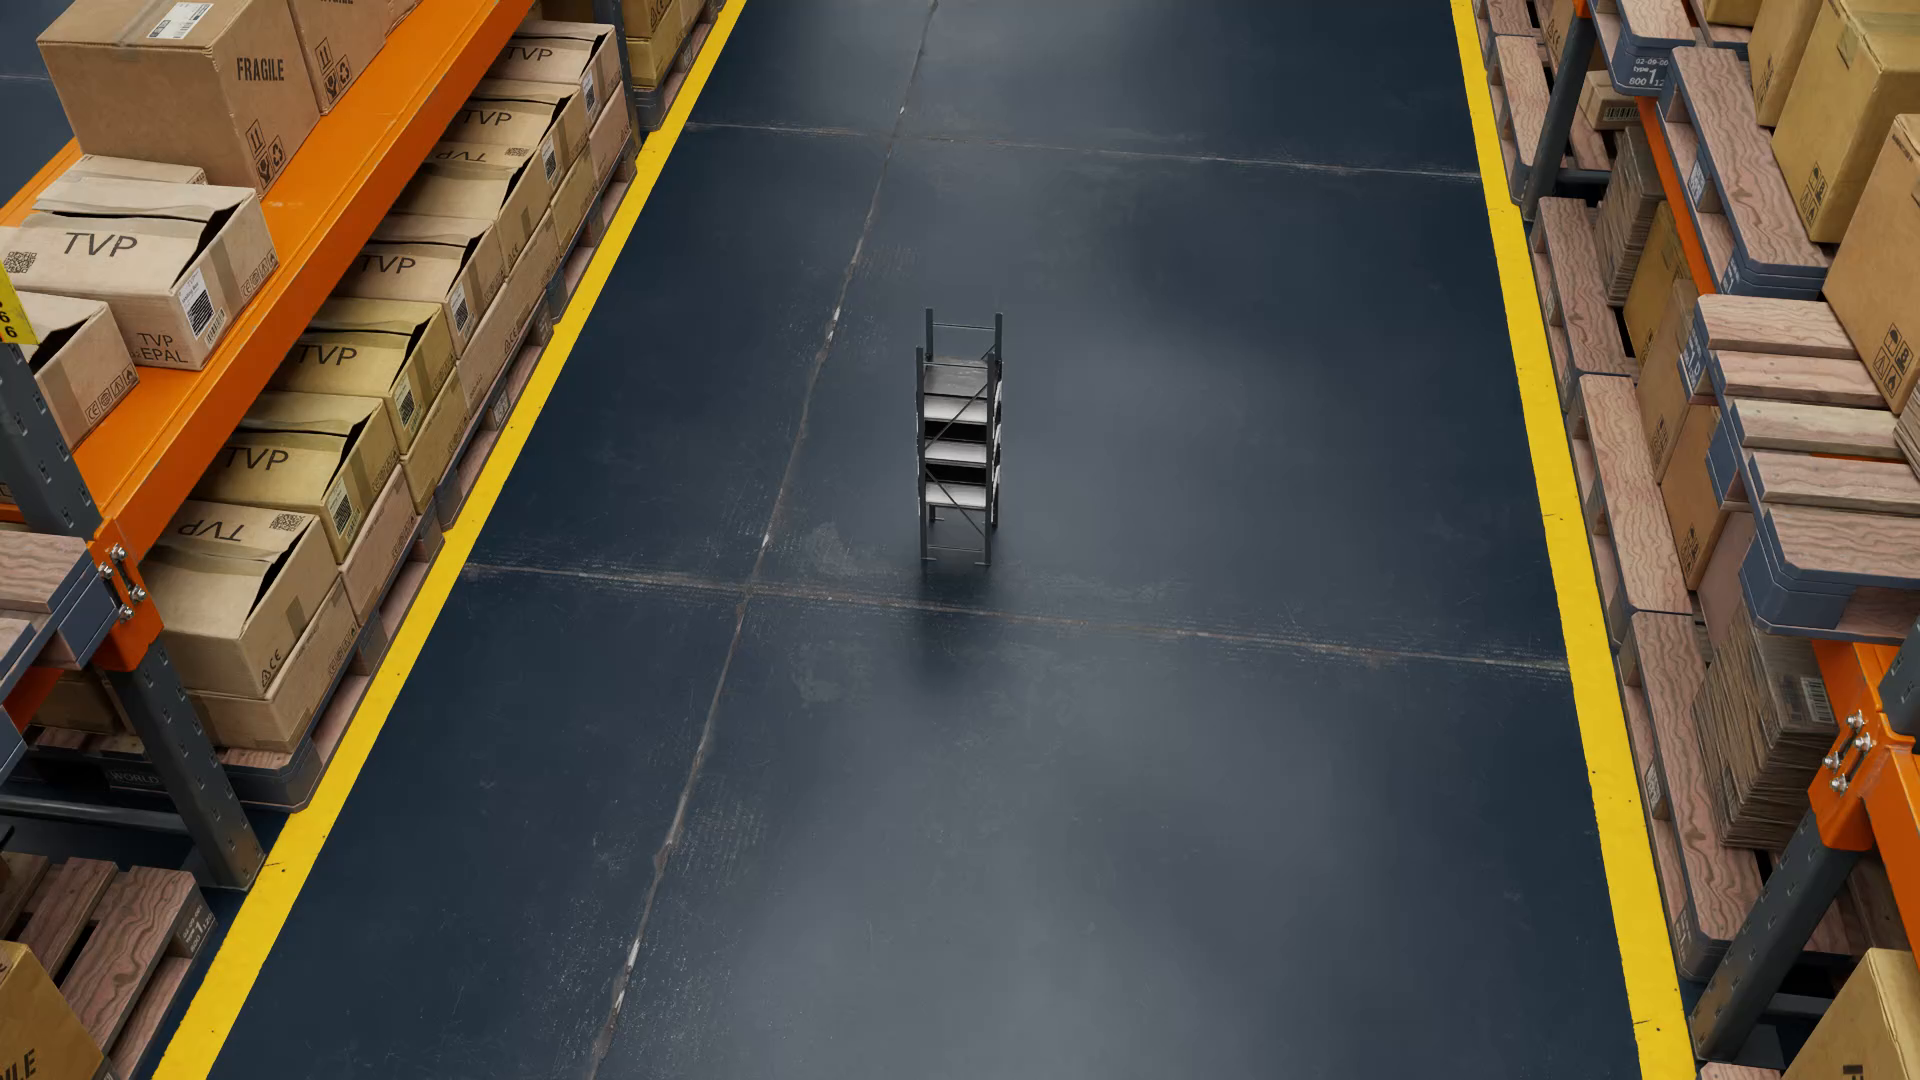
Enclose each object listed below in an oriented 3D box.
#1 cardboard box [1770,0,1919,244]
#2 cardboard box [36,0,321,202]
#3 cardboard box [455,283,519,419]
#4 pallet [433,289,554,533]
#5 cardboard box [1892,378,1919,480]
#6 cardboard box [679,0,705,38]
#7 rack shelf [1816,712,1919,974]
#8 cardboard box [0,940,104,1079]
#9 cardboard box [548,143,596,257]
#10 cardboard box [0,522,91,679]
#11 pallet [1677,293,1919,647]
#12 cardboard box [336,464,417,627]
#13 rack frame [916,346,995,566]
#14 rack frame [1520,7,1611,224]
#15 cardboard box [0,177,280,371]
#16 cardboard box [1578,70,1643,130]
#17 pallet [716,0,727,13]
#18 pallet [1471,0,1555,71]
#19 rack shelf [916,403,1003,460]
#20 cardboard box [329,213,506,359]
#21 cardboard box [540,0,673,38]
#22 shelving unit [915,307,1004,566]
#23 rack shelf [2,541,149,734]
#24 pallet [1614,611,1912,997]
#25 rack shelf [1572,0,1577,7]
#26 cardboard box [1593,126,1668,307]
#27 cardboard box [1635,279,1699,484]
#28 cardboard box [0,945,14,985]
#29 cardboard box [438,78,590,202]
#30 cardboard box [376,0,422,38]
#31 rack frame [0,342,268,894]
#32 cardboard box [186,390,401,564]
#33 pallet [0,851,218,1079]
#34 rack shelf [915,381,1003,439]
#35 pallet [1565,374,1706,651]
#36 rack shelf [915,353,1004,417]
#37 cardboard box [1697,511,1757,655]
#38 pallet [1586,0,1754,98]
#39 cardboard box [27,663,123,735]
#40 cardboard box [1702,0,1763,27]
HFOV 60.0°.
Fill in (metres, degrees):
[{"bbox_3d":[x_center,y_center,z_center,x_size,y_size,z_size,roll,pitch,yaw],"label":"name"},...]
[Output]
[{"bbox_3d":[2.609,-1.099,4.336,0.700,0.500,0.500,5,44,6],"label":"cardboard box"},{"bbox_3d":[-2.291,-1.360,4.932,0.500,0.500,0.500,3,44,3],"label":"cardboard box"},{"bbox_3d":[-1.940,-0.710,6.012,0.500,0.250,0.500,6,44,6],"label":"cardboard box"},{"bbox_3d":[-2.185,-0.553,6.180,1.003,0.211,1.213,5,44,6],"label":"pallet"},{"bbox_3d":[2.467,-0.248,3.438,0.700,0.500,0.500,1,43,1],"label":"cardboard box"},{"bbox_3d":[-1.535,-2.687,8.101,0.500,0.250,0.500,5,44,6],"label":"cardboard box"},{"bbox_3d":[2.150,1.894,2.092,1.077,0.370,4.000,5,44,6],"label":"rack shelf"},{"bbox_3d":[-2.387,1.228,3.769,0.500,0.500,0.500,7,44,7],"label":"cardboard box"},{"bbox_3d":[-1.804,-1.405,6.747,0.500,0.250,0.500,5,44,5],"label":"cardboard box"},{"bbox_3d":[-2.671,0.085,4.766,0.500,0.311,0.500,6,44,7],"label":"cardboard box"},{"bbox_3d":[2.403,-0.156,3.873,1.213,0.211,1.003,5,44,6],"label":"pallet"},{"bbox_3d":[-2.070,-0.005,5.268,0.500,0.250,0.500,4,44,4],"label":"cardboard box"},{"bbox_3d":[-0.015,-0.252,5.362,0.240,0.900,0.006,5,44,6],"label":"rack frame"},{"bbox_3d":[2.943,-2.457,6.163,1.000,3.000,0.127,5,44,6],"label":"rack frame"},{"bbox_3d":[-2.186,-0.738,4.413,0.500,0.311,0.500,5,44,5],"label":"cardboard box"},{"bbox_3d":[2.984,-1.955,7.374,0.380,0.166,0.250,0,43,0],"label":"cardboard box"},{"bbox_3d":[-1.662,-3.264,9.044,1.003,0.211,1.213,5,44,6],"label":"pallet"},{"bbox_3d":[3.156,-2.739,8.489,1.003,0.211,1.213,5,44,6],"label":"pallet"},{"bbox_3d":[-0.001,-0.362,5.396,0.258,0.077,0.200,5,44,6],"label":"rack shelf"},{"bbox_3d":[-1.938,-0.923,5.830,0.500,0.311,0.500,5,44,5],"label":"cardboard box"},{"bbox_3d":[-1.596,-2.618,7.483,0.500,0.500,0.500,5,44,6],"label":"cardboard box"},{"bbox_3d":[-0.001,-0.321,5.435,0.258,0.900,0.210,5,44,6],"label":"shelving unit"},{"bbox_3d":[-2.761,1.446,2.565,1.077,0.370,4.000,5,44,6],"label":"rack shelf"},{"bbox_3d":[2.519,0.749,4.805,1.003,0.211,1.213,5,44,6],"label":"pallet"},{"bbox_3d":[3.208,-3.559,7.850,1.077,0.370,4.000,5,44,6],"label":"rack shelf"},{"bbox_3d":[2.862,-1.206,6.340,0.700,0.500,0.500,7,44,7],"label":"cardboard box"},{"bbox_3d":[2.736,-0.505,5.600,0.700,0.500,0.500,6,44,6],"label":"cardboard box"},{"bbox_3d":[-2.391,0.995,3.471,0.500,0.250,0.500,7,44,7],"label":"cardboard box"},{"bbox_3d":[-1.799,-1.605,6.550,0.500,0.311,0.500,6,44,7],"label":"cardboard box"},{"bbox_3d":[-2.155,-2.060,5.671,0.500,0.500,0.500,8,44,9],"label":"cardboard box"},{"bbox_3d":[-2.496,-0.178,3.757,1.000,3.000,0.127,5,44,6],"label":"rack frame"},{"bbox_3d":[-2.075,-0.225,5.093,0.500,0.311,0.500,4,44,4],"label":"cardboard box"},{"bbox_3d":[-2.633,1.340,4.182,1.003,0.211,1.213,5,44,6],"label":"pallet"},{"bbox_3d":[-0.001,-0.428,5.334,0.258,0.077,0.200,5,44,6],"label":"rack shelf"},{"bbox_3d":[2.683,-0.080,5.681,1.003,0.211,1.213,5,44,6],"label":"pallet"},{"bbox_3d":[-0.001,-0.493,5.272,0.258,0.077,0.200,5,44,6],"label":"rack shelf"},{"bbox_3d":[2.641,0.181,4.875,0.700,0.500,0.500,5,44,5],"label":"cardboard box"},{"bbox_3d":[2.698,-1.879,5.693,1.003,0.211,1.213,5,44,6],"label":"pallet"},{"bbox_3d":[-2.669,0.287,4.960,0.500,0.250,0.500,6,44,7],"label":"cardboard box"},{"bbox_3d":[2.761,-1.929,5.213,0.700,0.500,0.500,9,44,10],"label":"cardboard box"}]
